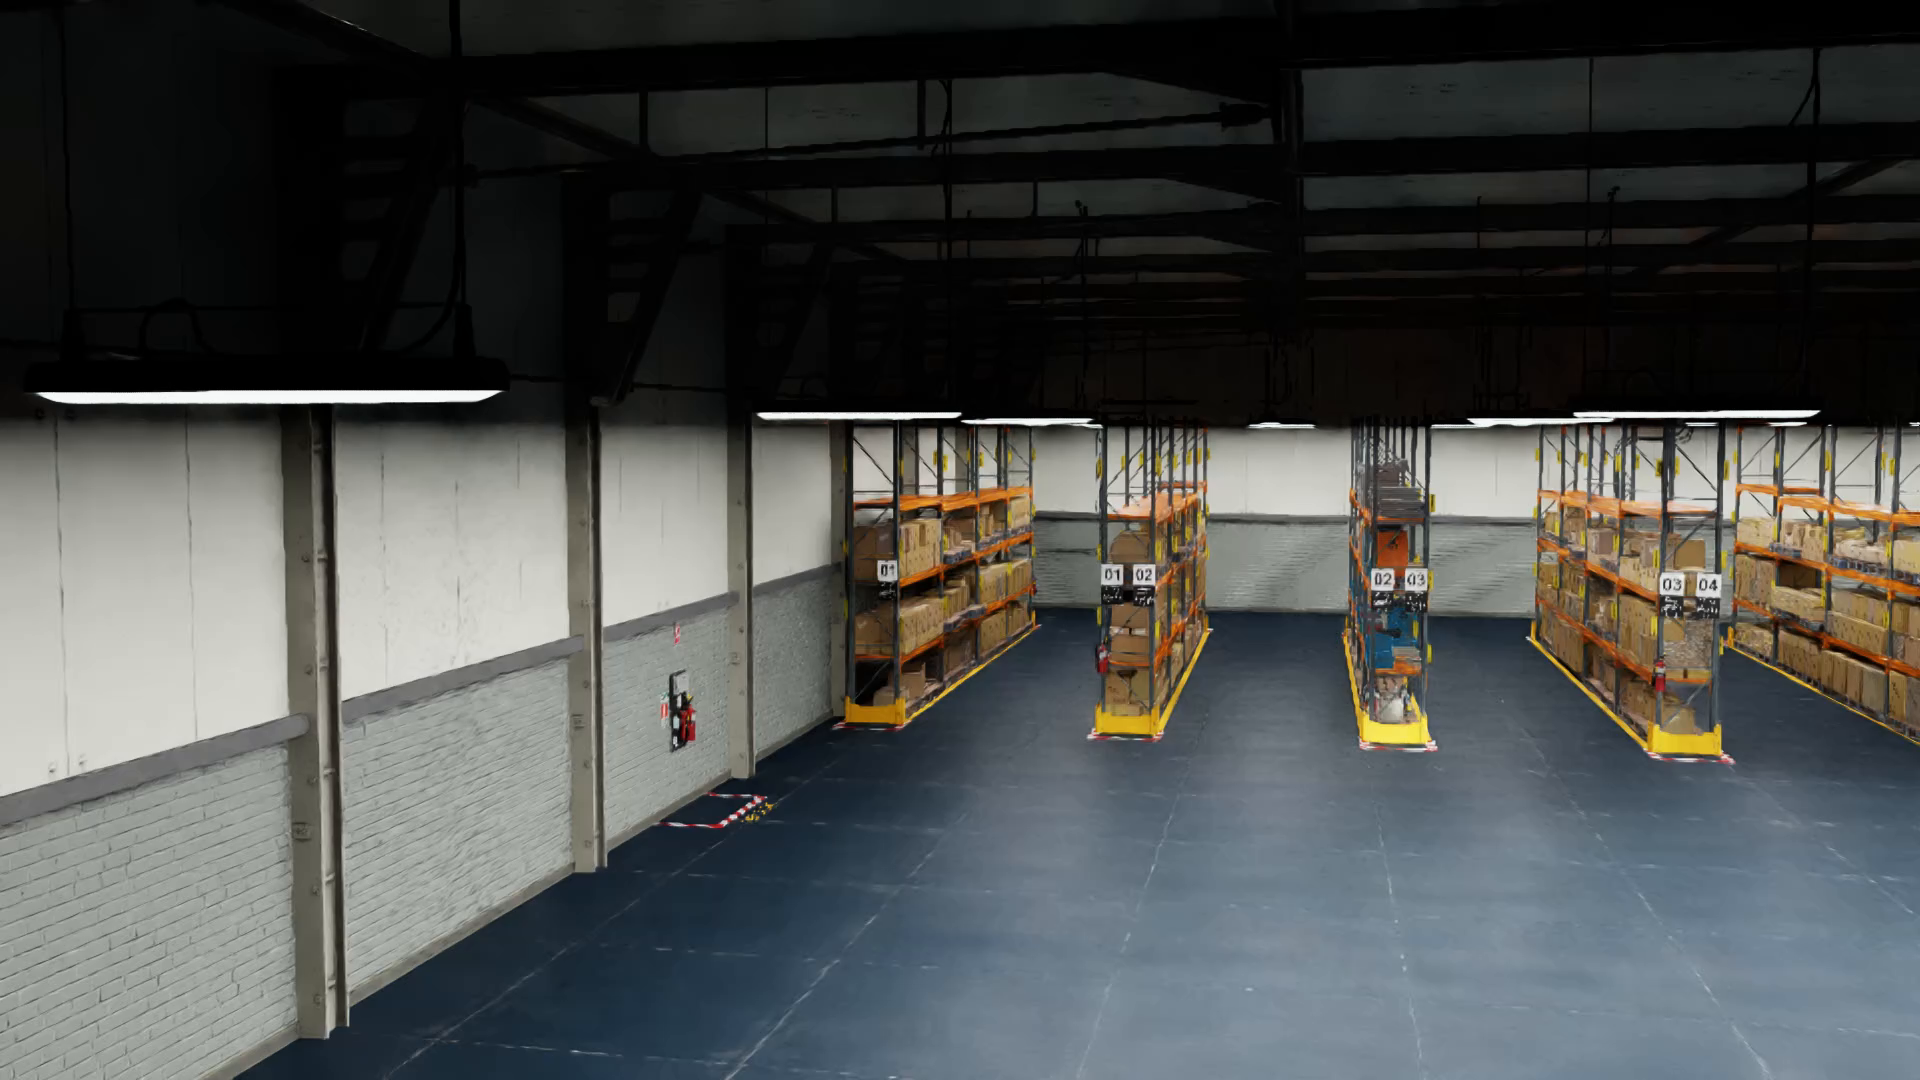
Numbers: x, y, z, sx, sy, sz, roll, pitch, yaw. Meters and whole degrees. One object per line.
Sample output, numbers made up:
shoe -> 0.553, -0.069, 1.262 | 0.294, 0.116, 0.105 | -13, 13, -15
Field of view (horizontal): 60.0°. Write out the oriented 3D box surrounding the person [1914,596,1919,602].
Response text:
person -> 23.386, 2.193, 40.633 | 0.549, 1.621, 0.618 | 2, 4, 26
